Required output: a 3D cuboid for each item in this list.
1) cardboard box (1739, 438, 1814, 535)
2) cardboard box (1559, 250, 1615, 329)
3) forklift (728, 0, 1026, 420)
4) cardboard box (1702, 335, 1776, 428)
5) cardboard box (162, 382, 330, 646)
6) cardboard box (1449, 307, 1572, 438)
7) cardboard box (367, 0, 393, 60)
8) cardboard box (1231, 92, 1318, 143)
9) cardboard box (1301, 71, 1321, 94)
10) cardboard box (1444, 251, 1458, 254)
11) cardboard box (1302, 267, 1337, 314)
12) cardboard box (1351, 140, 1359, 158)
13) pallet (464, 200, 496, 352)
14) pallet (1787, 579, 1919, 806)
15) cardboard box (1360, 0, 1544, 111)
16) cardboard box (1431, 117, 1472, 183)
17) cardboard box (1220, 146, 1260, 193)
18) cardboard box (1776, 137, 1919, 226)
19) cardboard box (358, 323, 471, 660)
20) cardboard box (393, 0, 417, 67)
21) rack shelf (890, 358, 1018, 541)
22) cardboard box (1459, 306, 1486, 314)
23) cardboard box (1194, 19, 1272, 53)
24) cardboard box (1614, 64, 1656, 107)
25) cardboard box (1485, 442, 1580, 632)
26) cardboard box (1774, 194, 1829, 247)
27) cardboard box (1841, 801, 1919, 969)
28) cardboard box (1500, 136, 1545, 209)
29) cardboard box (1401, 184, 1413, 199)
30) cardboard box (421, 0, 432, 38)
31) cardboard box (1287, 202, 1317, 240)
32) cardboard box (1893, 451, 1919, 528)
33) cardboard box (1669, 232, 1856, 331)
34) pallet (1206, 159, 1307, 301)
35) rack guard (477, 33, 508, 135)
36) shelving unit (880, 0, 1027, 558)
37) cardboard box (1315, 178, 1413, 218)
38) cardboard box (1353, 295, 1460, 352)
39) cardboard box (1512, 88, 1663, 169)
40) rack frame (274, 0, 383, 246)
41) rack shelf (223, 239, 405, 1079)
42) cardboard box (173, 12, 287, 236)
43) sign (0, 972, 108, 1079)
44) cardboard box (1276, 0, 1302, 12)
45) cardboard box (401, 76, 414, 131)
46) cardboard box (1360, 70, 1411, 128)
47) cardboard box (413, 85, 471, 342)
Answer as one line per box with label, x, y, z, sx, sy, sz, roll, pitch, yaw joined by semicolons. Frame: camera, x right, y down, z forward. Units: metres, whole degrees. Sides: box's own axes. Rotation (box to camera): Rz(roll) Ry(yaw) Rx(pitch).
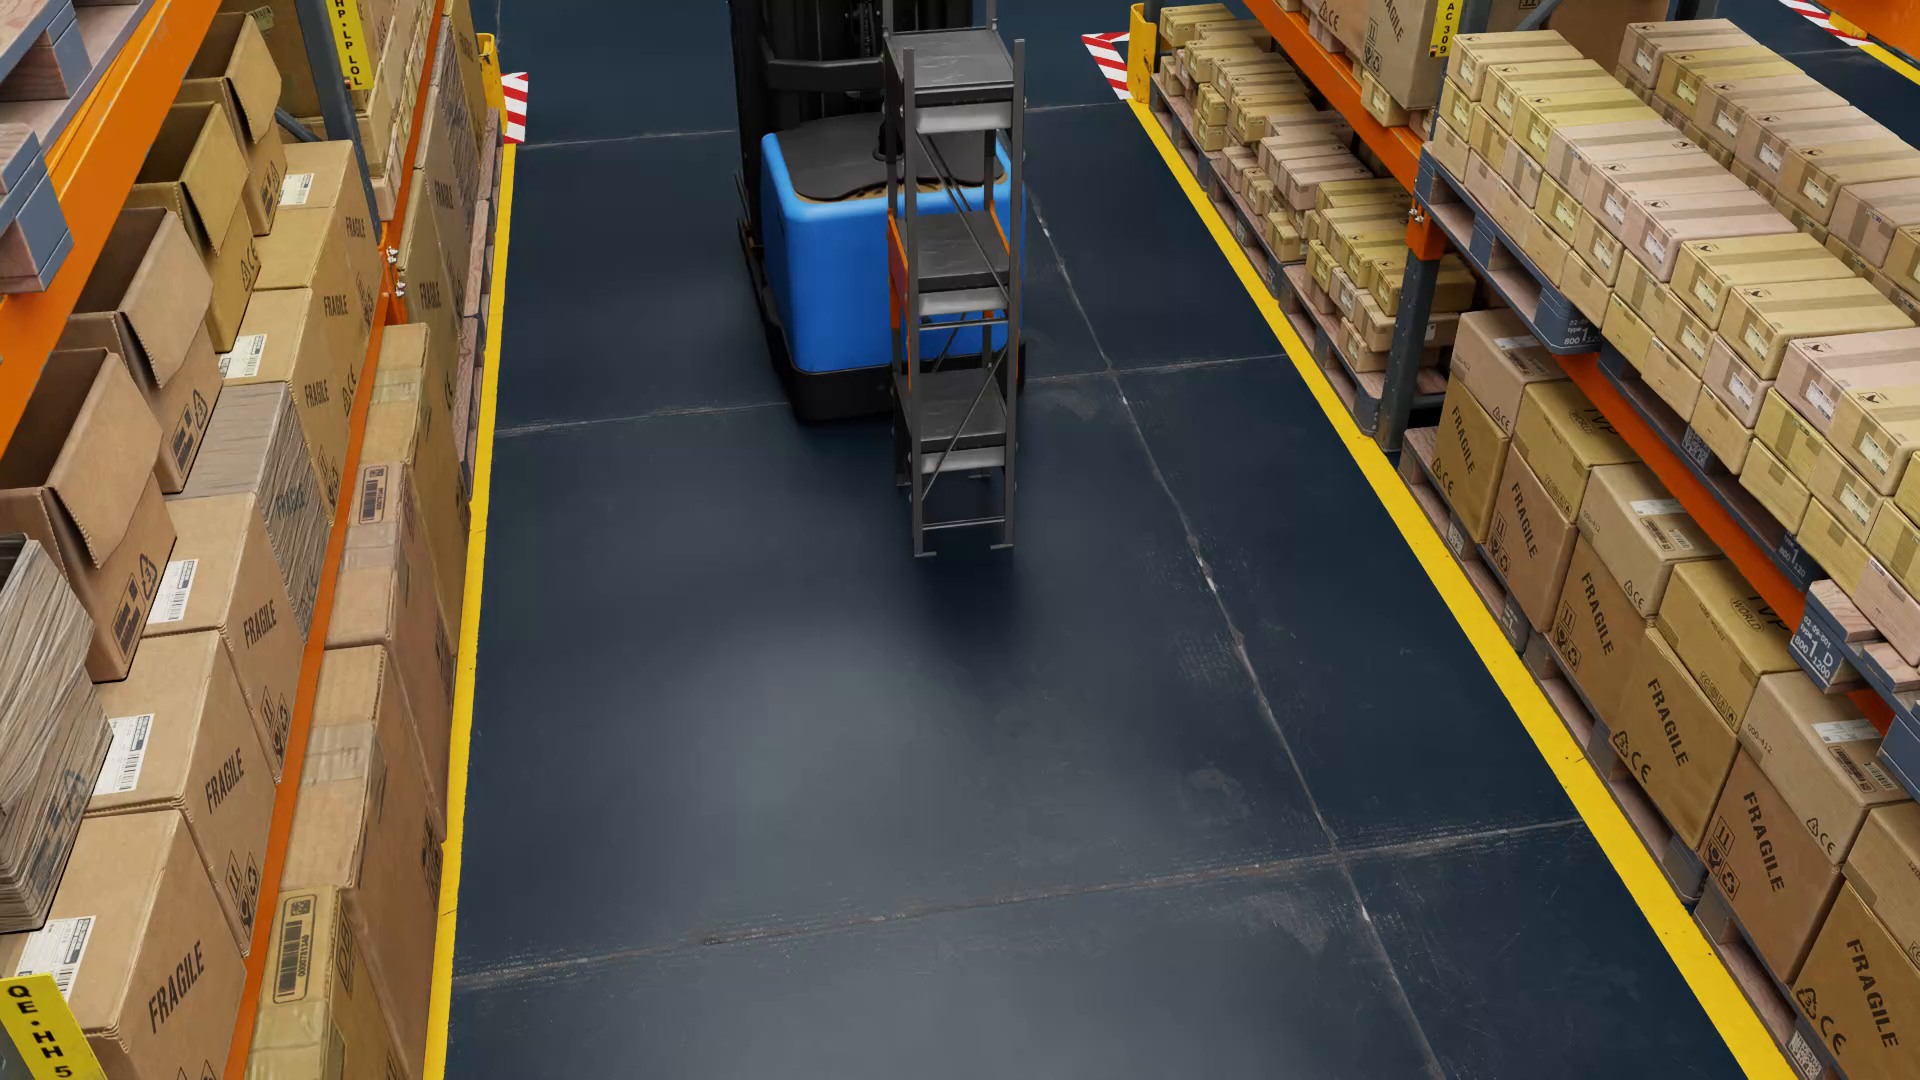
cardboard box;2.309;-0.166;4.381;0.380;0.149;0.250;-8;39;-10
cardboard box;2.121;-0.803;5.201;0.380;0.149;0.250;-8;39;-10
forklift;-0.539;-2.565;7.715;1.129;2.867;3.031;-8;39;-10
cardboard box;2.261;-0.444;4.497;0.380;0.149;0.250;-5;38;-7
cardboard box;-1.966;-0.044;4.280;0.500;0.500;0.500;-6;38;-8
cardboard box;2.192;-0.648;6.223;0.500;0.250;0.500;-8;39;-10
cardboard box;-2.489;-2.145;6.334;0.500;0.500;0.500;-6;38;-8
cardboard box;1.629;-2.193;8.624;0.380;0.149;0.250;-6;38;-7
cardboard box;2.105;-2.582;9.125;0.380;0.149;0.250;-8;39;-10
cardboard box;2.363;-1.345;7.775;0.380;0.149;0.250;-6;38;-8
cardboard box;1.846;-1.207;7.840;0.380;0.149;0.250;-7;38;-9
cardboard box;2.218;-2.151;8.813;0.380;0.149;0.250;-4;38;-6
pallet;-2.852;-1.280;8.226;1.003;0.211;1.213;-6;38;-8
pallet;2.794;0.425;3.914;1.213;0.211;1.003;-6;38;-8
cardboard box;1.960;-2.066;6.641;0.500;0.500;0.500;-6;38;-8
cardboard box;1.939;-1.427;6.004;0.380;0.149;0.250;-8;39;-10
cardboard box;1.608;-1.984;8.841;0.380;0.149;0.250;-8;39;-10
cardboard box;2.763;-1.102;5.101;0.380;0.149;0.250;-7;38;-9
cardboard box;-2.446;-0.118;5.846;1.225;0.875;0.875;-6;38;-8
cardboard box;-2.581;-2.159;6.963;0.500;0.250;0.500;-5;38;-7
rack shelf;-0.029;-0.366;6.672;0.431;0.518;0.480;-6;38;-8
cardboard box;2.529;-1.103;7.706;0.380;0.149;0.250;-5;38;-7
cardboard box;1.546;-2.832;9.447;0.380;0.149;0.250;-6;38;-7
cardboard box;2.587;-1.613;6.001;0.380;0.149;0.250;-5;38;-7
cardboard box;2.286;-0.032;6.042;0.500;0.500;0.500;-5;38;-6
cardboard box;2.772;-0.982;5.188;0.380;0.149;0.250;-8;39;-10
cardboard box;2.646;0.909;4.219;0.500;0.250;0.500;-7;38;-9
cardboard box;2.032;-1.232;5.511;0.380;0.149;0.250;-5;38;-7
cardboard box;2.315;-1.628;7.897;0.380;0.149;0.250;-7;38;-9
cardboard box;-2.625;-2.389;7.585;0.380;0.149;0.250;-6;38;-7
cardboard box;1.819;-1.597;8.100;0.380;0.149;0.250;-5;38;-7
cardboard box;2.399;-0.090;3.799;0.380;0.149;0.250;-5;38;-7
cardboard box;2.217;-0.719;4.607;0.380;0.149;0.250;-5;38;-7
pallet;1.953;-1.687;8.749;1.003;0.211;1.213;-6;38;-8
rack guard;-3.284;-2.619;9.713;1.175;0.500;0.348;-6;38;-8
shelving unit;-0.029;-0.929;6.235;0.431;2.100;0.503;-6;38;-8
cardboard box;1.901;-1.574;7.828;0.380;0.149;0.250;-5;38;-6
cardboard box;1.955;-0.961;7.281;0.380;0.149;0.250;-6;38;-7
cardboard box;2.036;-1.339;5.406;0.380;0.149;0.250;-6;38;-8
rack frame;-2.578;-1.175;5.818;1.000;3.000;0.127;-6;38;-8
rack shelf;-2.227;0.317;4.484;1.077;0.370;4.000;-6;38;-8
cardboard box;-2.458;-1.226;4.984;0.797;0.503;0.637;-7;38;-9
sign;-1.344;0.751;2.460;0.100;0.325;0.005;-6;38;-8
cardboard box;1.697;-2.632;7.898;0.380;0.149;0.250;-6;38;-7
cardboard box;-2.443;-1.767;6.784;0.380;0.149;0.250;-7;38;-9
cardboard box;1.890;-1.840;6.878;0.380;0.149;0.250;-7;38;-9
cardboard box;-2.773;-1.453;7.565;0.875;0.875;0.875;-6;38;-8
